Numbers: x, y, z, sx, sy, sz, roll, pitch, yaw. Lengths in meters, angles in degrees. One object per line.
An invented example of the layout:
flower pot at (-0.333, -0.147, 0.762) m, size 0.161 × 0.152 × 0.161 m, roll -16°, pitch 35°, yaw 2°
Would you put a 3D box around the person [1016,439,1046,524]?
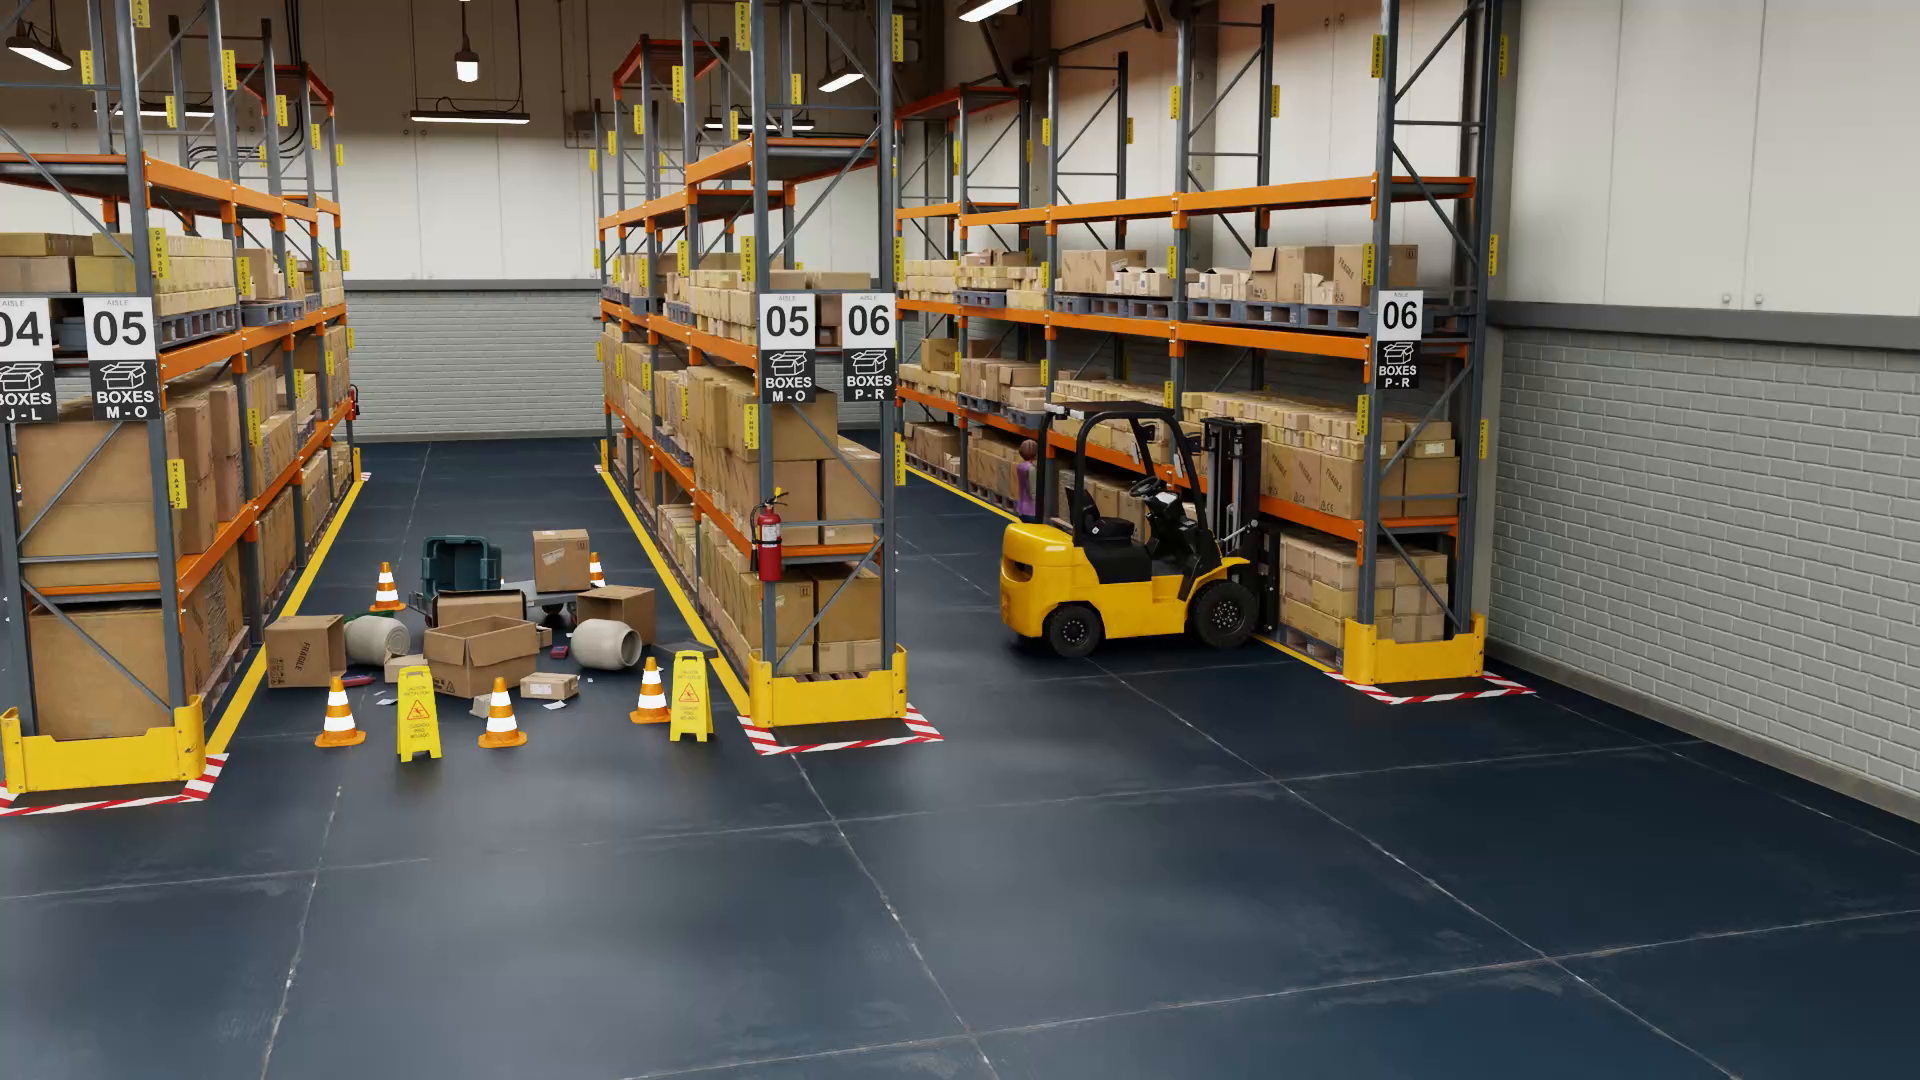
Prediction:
person at (0.747, -0.259, 17.529) m, size 0.360 × 1.586 × 0.405 m, roll -2°, pitch 10°, yaw -15°
